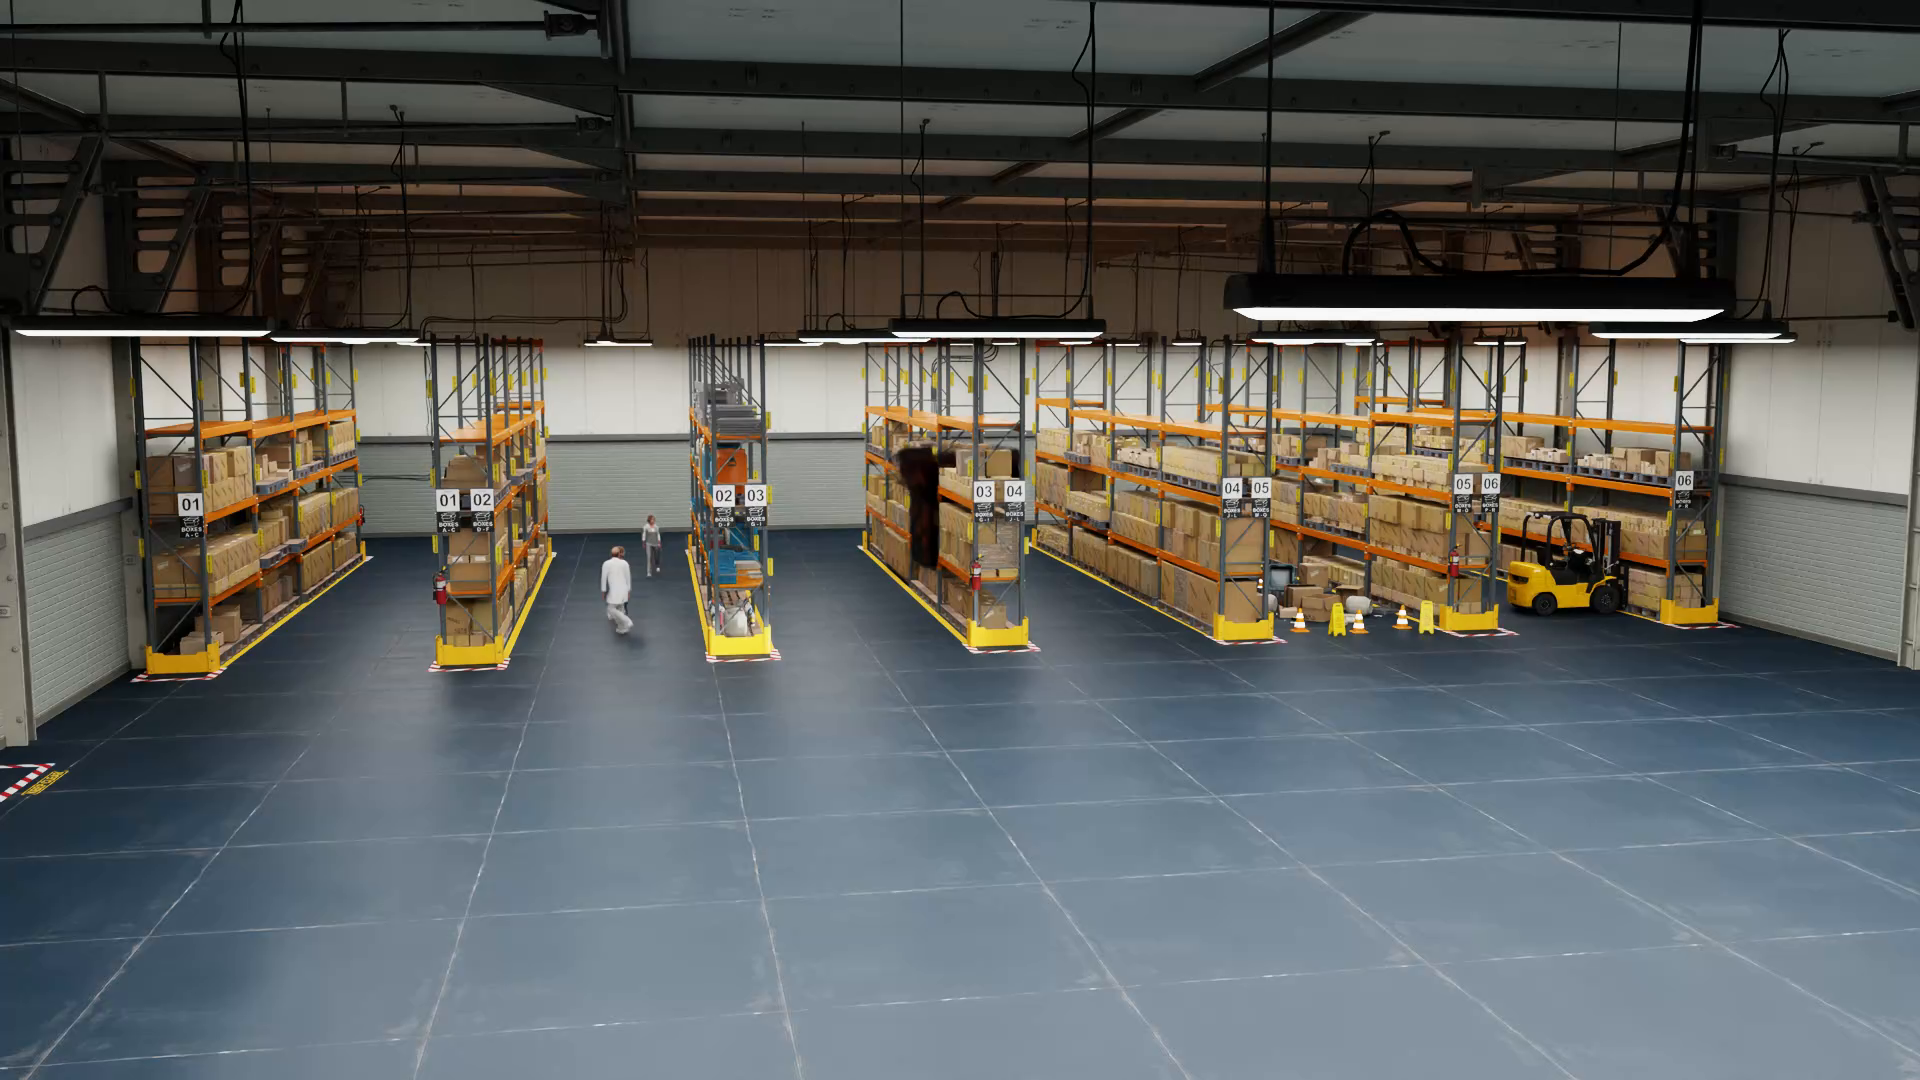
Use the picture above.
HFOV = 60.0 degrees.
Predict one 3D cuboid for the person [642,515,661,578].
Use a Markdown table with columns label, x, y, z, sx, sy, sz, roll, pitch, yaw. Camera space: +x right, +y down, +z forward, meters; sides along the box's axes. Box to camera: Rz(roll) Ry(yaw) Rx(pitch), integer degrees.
| label | x | y | z | sx | sy | sz | roll | pitch | yaw |
| --- | --- | --- | --- | --- | --- | --- | --- | --- | --- |
| person | -7.798 | 0.131 | 42.054 | 0.469 | 1.552 | 0.900 | -1 | 7 | -6 |

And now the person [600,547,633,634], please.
| label | x | y | z | sx | sy | sz | roll | pitch | yaw |
| --- | --- | --- | --- | --- | --- | --- | --- | --- | --- |
| person | -6.821 | 1.029 | 33.348 | 0.612 | 1.765 | 0.620 | 3 | 7 | 24 |

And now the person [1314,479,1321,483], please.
| label | x | y | z | sx | sy | sz | roll | pitch | yaw |
| --- | --- | --- | --- | --- | --- | --- | --- | --- | --- |
| person | 11.071 | -1.040 | 51.495 | 0.920 | 1.730 | 0.615 | -1 | 7 | -12 |

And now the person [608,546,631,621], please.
| label | x | y | z | sx | sy | sz | roll | pitch | yaw |
| --- | --- | --- | --- | --- | --- | --- | --- | --- | --- |
| person | -7.190 | 0.918 | 35.137 | 0.507 | 1.591 | 0.452 | 4 | 8 | 31 |
